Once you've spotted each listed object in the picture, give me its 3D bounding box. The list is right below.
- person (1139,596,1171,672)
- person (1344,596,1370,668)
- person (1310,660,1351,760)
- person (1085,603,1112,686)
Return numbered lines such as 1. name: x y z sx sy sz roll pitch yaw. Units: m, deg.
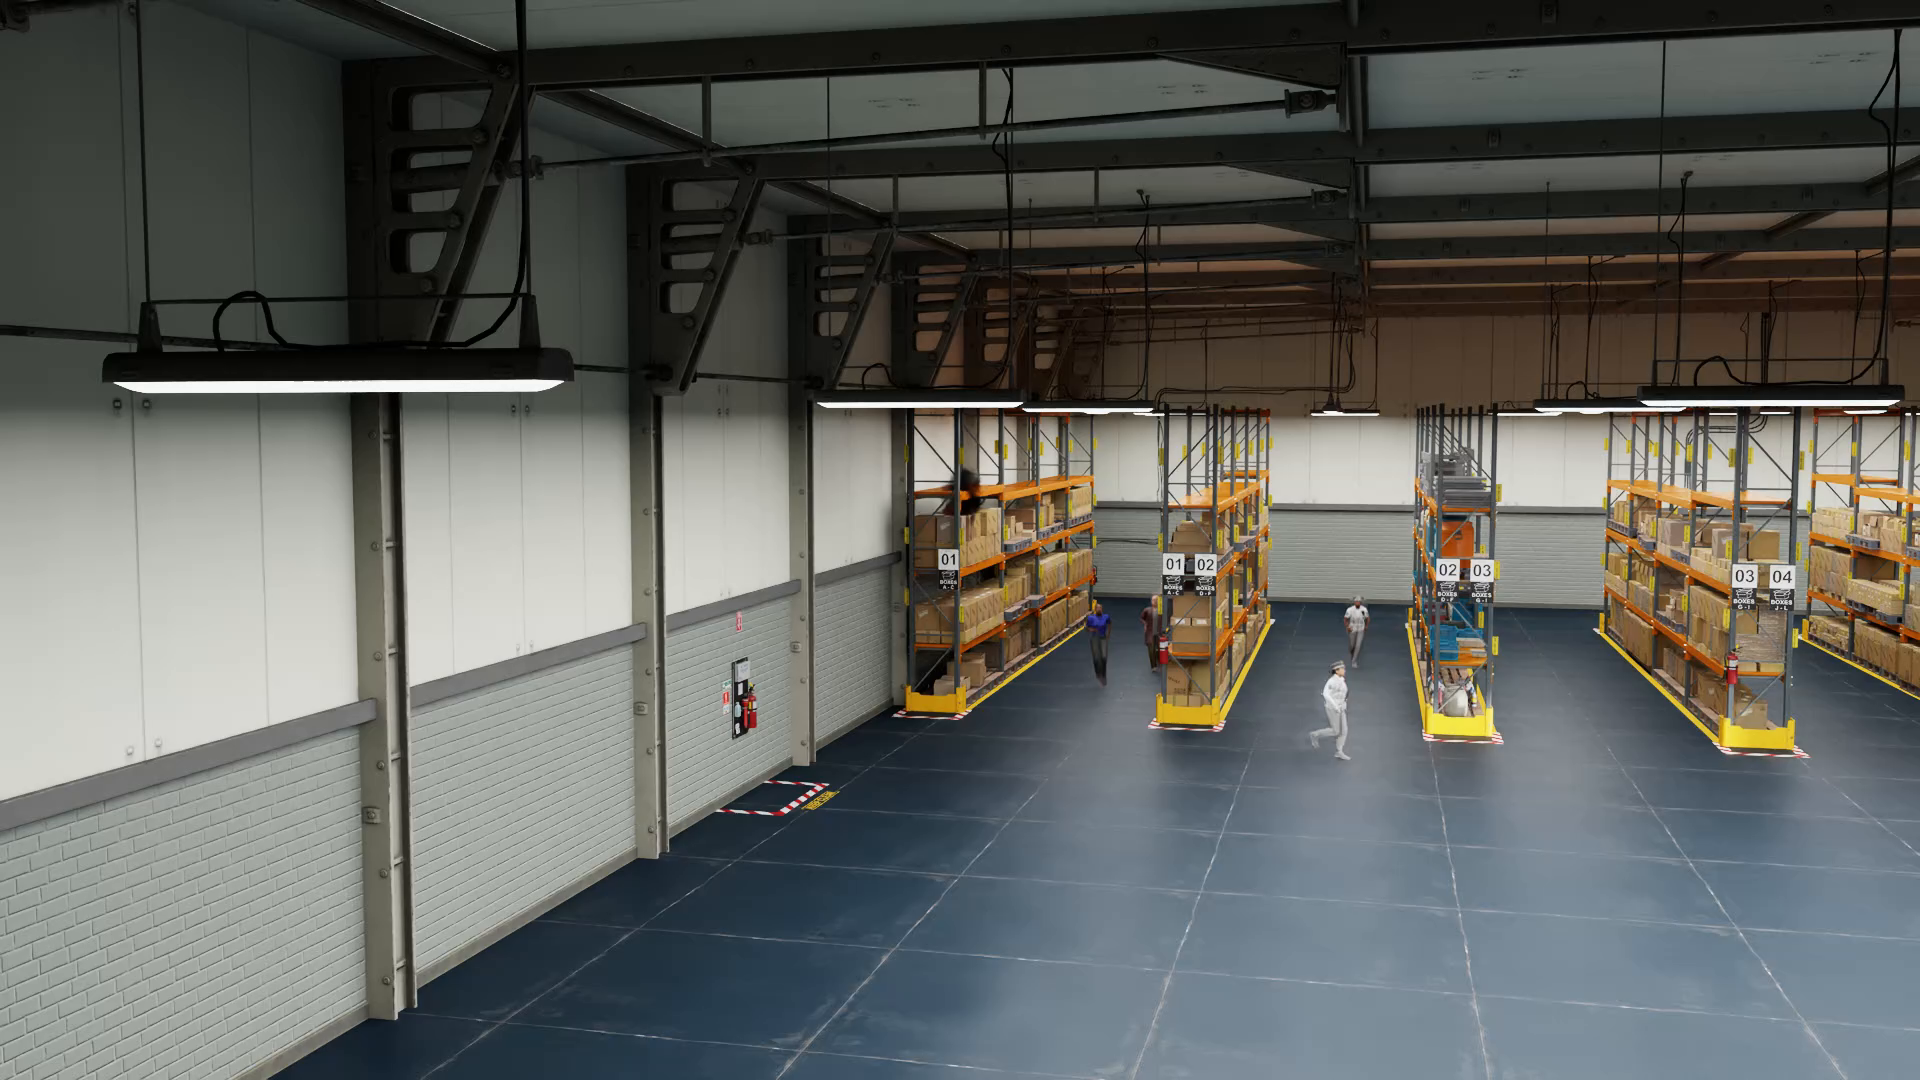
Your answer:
1. person: 4.404 2.120 37.563 0.705 1.727 0.661 1 4 8
2. person: 9.202 2.101 38.554 0.598 1.671 0.678 0 4 7
3. person: 6.305 2.856 28.155 0.725 1.674 0.643 3 5 33
4. person: 2.898 2.173 34.769 0.560 1.727 0.752 0 4 3
